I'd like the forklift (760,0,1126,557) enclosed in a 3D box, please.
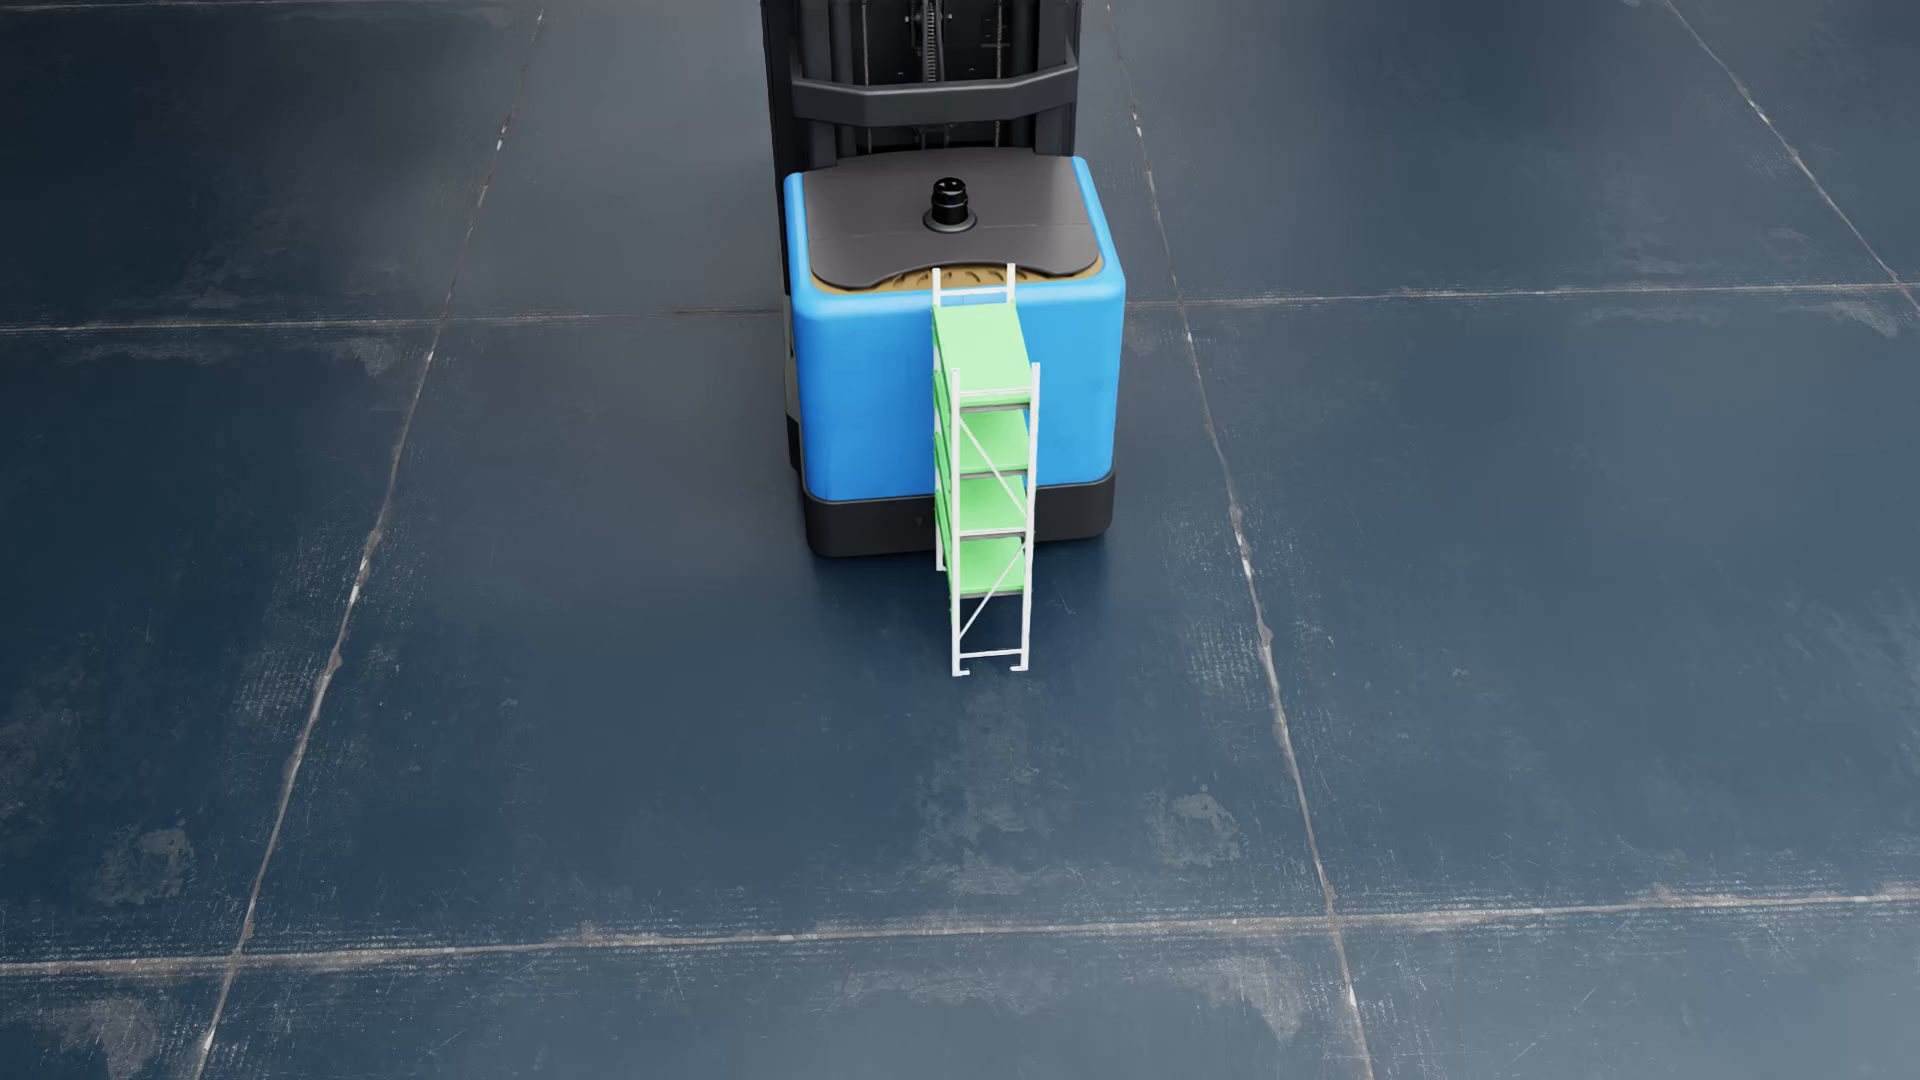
[{"bbox_3d":[-0.159,-2.018,5.783,1.130,2.935,3.031,-4,43,-5],"label":"forklift"}]

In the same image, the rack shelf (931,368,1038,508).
[{"bbox_3d":[0.068,-0.317,4.947,0.258,0.148,0.480,-4,43,-5],"label":"rack shelf"}]

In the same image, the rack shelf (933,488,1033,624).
[{"bbox_3d":[0.068,0.037,5.272,0.258,0.148,0.480,-4,43,-5],"label":"rack shelf"}]

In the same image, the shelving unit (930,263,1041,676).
[{"bbox_3d":[0.068,-0.187,5.066,0.258,1.200,0.503,-4,43,-5],"label":"shelving unit"}]

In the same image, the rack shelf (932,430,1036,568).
[{"bbox_3d":[0.068,-0.140,5.109,0.258,0.148,0.480,-4,43,-5],"label":"rack shelf"}]

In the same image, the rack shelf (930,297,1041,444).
[{"bbox_3d":[0.068,-0.494,4.785,0.258,0.148,0.480,-4,43,-5],"label":"rack shelf"}]

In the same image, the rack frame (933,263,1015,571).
[{"bbox_3d":[0.040,-0.351,5.245,0.240,1.200,0.015,-4,43,-5],"label":"rack frame"}]

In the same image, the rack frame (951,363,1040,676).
[{"bbox_3d":[0.096,-0.023,4.888,0.240,1.200,0.015,-4,43,-5],"label":"rack frame"}]
